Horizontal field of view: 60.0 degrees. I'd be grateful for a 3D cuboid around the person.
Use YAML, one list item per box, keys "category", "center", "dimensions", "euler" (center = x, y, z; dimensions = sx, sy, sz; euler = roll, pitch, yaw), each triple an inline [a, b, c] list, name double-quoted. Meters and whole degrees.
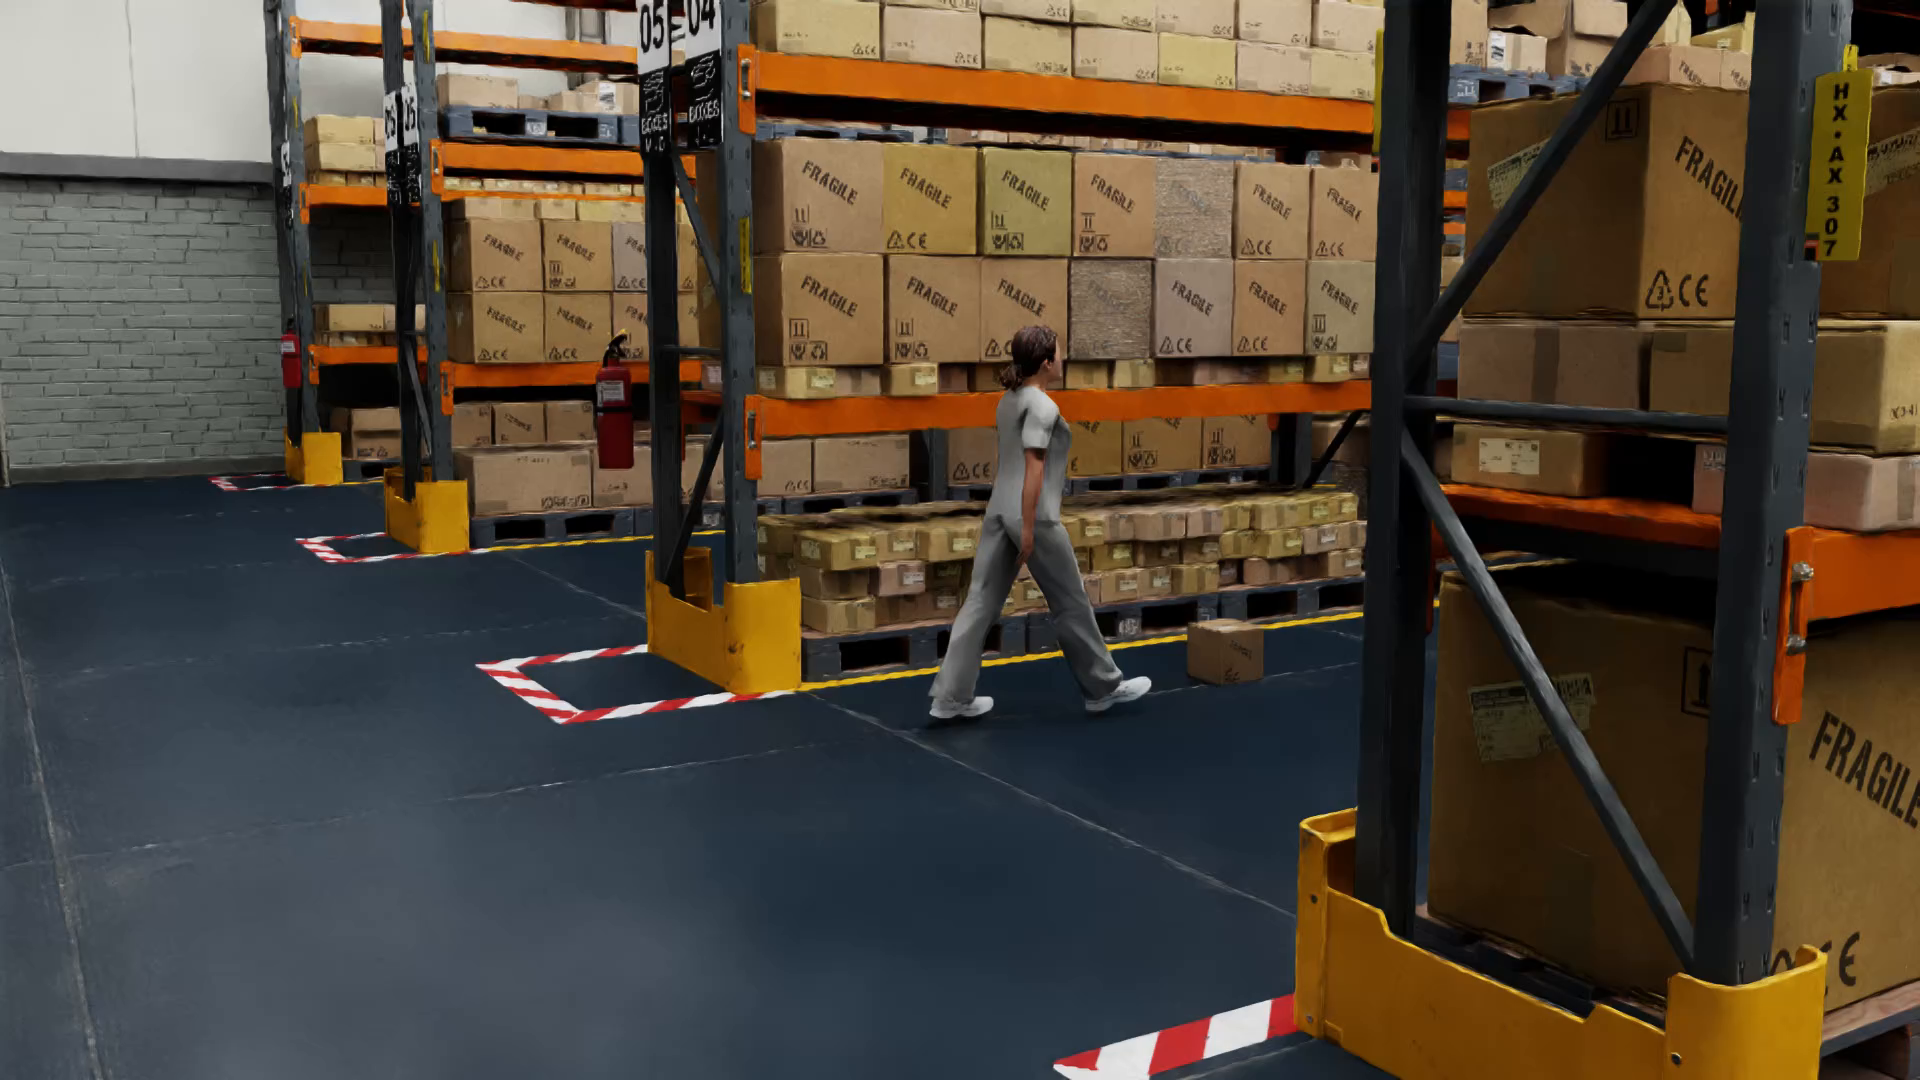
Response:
- category: "person"
  center: [0.314, -0.082, 6.916]
  dimensions: [0.958, 1.609, 0.455]
  euler: [-4, 9, -27]
